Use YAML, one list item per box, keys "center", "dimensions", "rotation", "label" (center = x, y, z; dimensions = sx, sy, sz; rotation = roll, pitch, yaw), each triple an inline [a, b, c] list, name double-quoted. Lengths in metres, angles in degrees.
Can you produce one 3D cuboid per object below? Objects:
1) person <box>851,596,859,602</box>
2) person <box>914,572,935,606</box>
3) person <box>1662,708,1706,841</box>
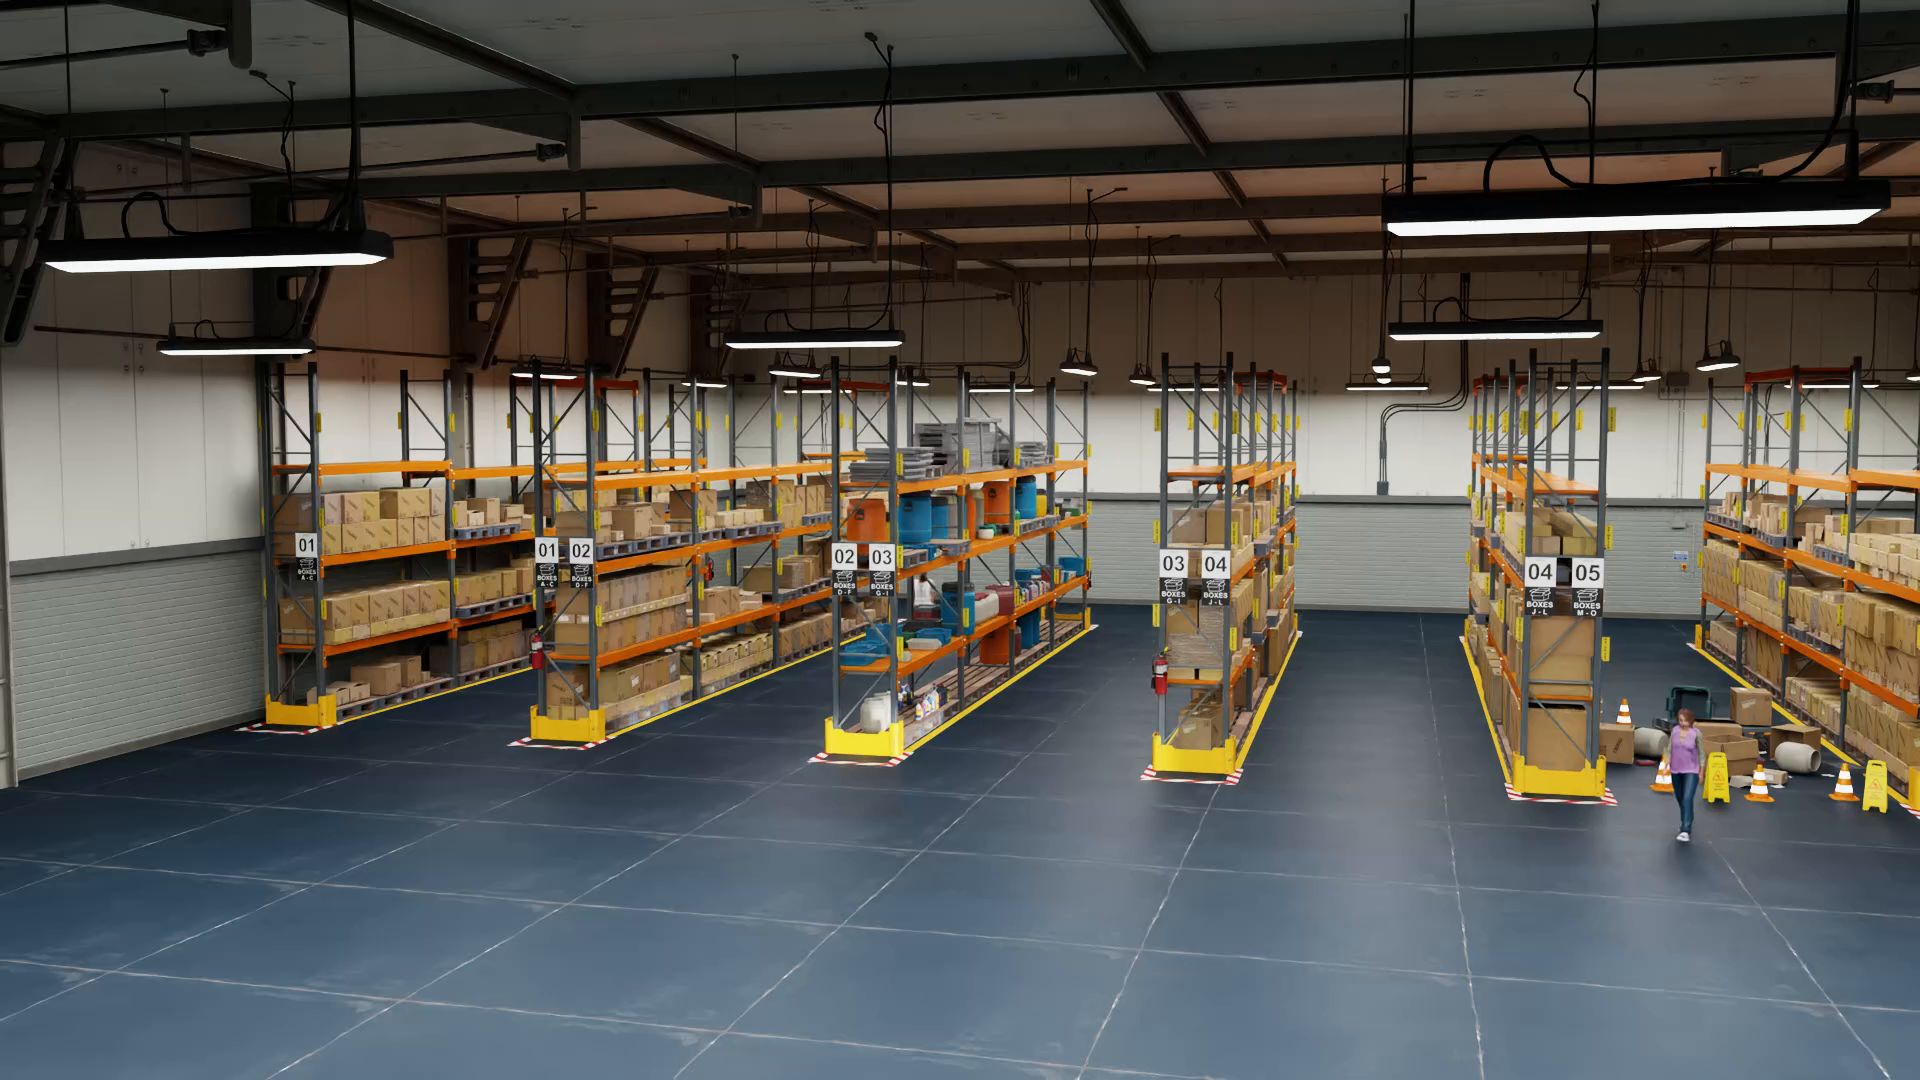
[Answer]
- center: [-3.183, 0.927, 46.499]
  dimensions: [1.091, 1.610, 0.443]
  rotation: [3, 5, 33]
  label: "person"
- center: [-0.871, 1.467, 37.529]
  dimensions: [0.615, 1.715, 1.054]
  rotation: [1, 4, 9]
  label: "person"
- center: [8.741, 2.805, 20.063]
  dimensions: [0.818, 1.561, 0.425]
  rotation: [-3, 5, -39]
  label: "person"
